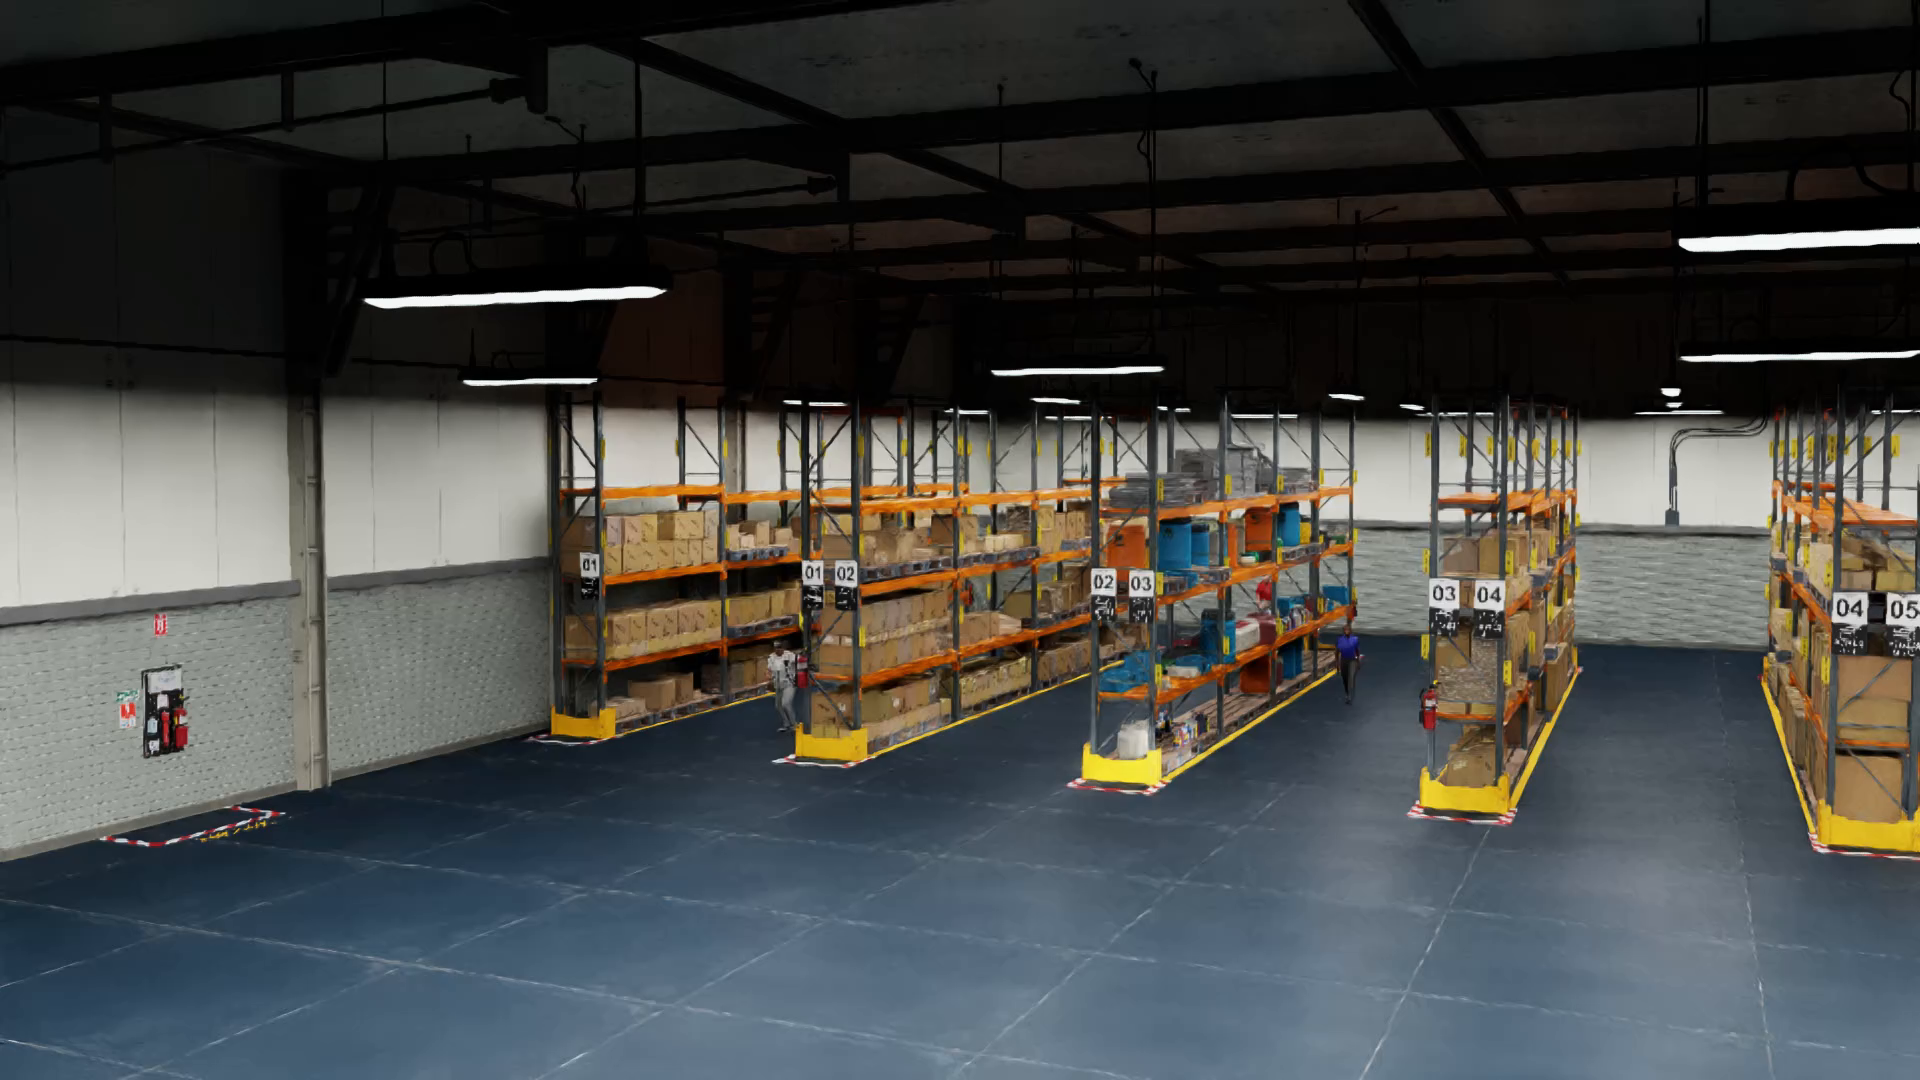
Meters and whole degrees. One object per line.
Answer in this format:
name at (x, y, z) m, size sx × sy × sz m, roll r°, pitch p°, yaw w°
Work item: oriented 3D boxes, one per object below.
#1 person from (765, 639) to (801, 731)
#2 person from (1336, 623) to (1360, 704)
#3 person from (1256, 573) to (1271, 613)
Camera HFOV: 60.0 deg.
person at (-3.089, 2.550, 29.183) m, size 0.669 × 1.690 × 0.813 m, roll 2°, pitch 4°, yaw 29°
person at (7.593, 2.396, 32.616) m, size 0.447 × 1.574 × 1.088 m, roll 2°, pitch 3°, yaw 25°
person at (8.006, 1.708, 44.177) m, size 0.719 × 1.723 × 0.507 m, roll -1°, pitch 3°, yaw -24°
